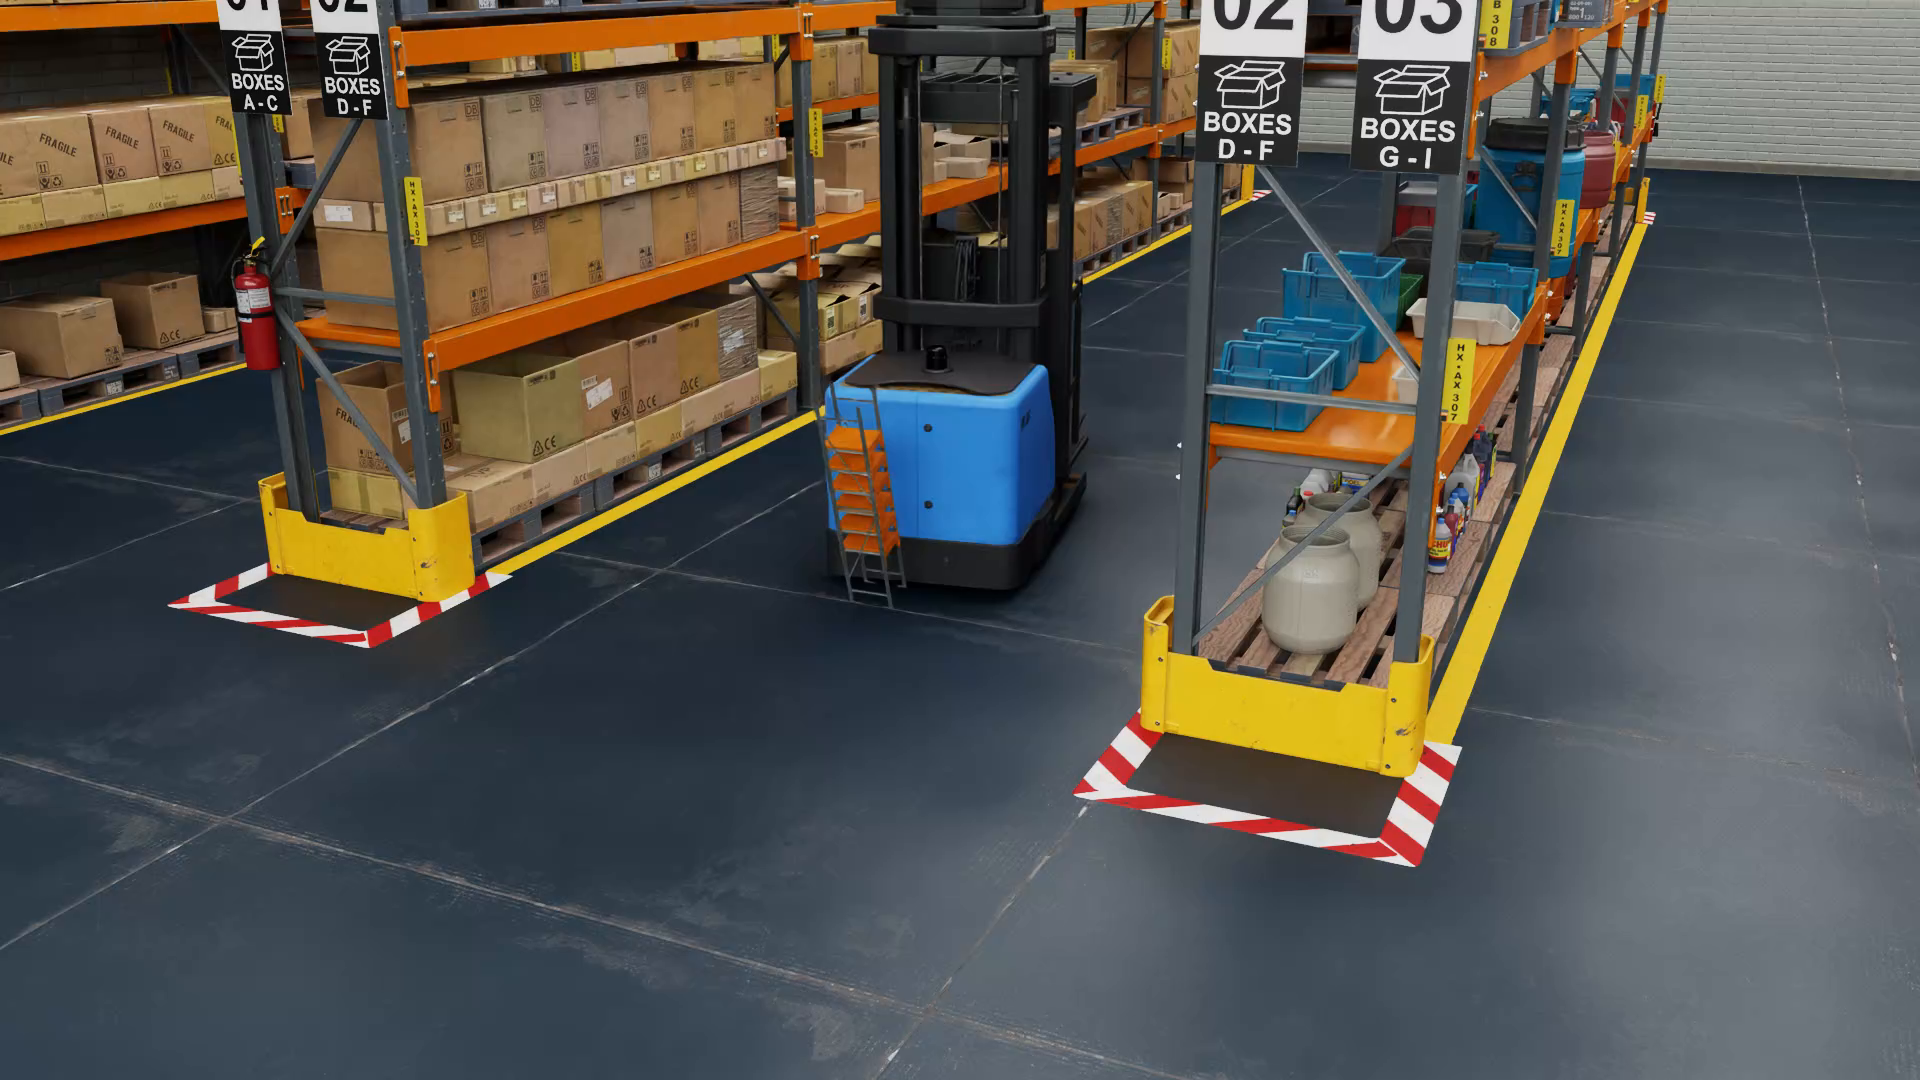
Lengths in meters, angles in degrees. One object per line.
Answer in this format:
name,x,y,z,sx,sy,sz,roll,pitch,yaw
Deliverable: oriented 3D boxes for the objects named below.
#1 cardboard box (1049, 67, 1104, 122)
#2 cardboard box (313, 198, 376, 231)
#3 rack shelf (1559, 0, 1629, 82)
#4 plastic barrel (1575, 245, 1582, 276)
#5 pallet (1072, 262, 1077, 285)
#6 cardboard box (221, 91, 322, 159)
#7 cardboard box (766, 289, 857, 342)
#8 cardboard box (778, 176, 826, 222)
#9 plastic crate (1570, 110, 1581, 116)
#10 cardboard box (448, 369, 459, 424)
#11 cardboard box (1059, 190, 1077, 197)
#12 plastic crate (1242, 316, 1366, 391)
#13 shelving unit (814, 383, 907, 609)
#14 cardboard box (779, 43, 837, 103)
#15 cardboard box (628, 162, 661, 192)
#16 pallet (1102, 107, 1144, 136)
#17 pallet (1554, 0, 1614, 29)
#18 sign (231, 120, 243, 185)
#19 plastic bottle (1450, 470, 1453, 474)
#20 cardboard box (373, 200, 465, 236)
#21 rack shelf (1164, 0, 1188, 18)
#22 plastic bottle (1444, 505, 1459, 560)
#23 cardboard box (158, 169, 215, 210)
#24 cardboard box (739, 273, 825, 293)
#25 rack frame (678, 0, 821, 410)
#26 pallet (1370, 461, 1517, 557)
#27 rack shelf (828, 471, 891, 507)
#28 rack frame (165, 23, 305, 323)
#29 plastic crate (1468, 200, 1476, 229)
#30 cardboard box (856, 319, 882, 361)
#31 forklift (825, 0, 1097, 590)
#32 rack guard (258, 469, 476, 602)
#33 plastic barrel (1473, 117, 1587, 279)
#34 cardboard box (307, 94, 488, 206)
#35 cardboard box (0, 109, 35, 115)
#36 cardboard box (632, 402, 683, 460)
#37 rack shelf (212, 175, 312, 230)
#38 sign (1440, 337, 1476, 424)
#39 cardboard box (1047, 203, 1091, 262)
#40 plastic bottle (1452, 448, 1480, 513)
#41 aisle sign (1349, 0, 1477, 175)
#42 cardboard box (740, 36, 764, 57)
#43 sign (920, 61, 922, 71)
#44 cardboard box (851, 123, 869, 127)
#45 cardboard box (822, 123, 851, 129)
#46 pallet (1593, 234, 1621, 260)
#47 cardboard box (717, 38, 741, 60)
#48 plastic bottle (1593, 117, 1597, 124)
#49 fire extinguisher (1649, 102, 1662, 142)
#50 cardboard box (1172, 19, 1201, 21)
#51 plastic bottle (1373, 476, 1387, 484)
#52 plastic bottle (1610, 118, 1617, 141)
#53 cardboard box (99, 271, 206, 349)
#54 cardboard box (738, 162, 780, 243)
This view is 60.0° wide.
cardboard box,1.105,-4.590,17.123,0.700,0.500,0.500,3,20,9
cardboard box,-3.159,-1.721,8.714,0.380,0.149,0.250,8,21,22
rack shelf,3.833,-3.453,11.299,1.077,0.370,4.000,9,21,23
plastic barrel,5.761,-3.042,16.050,0.600,0.901,0.708,9,21,23
pallet,0.474,-2.580,16.409,1.003,0.211,1.213,9,21,23
cardboard box,-5.785,-3.532,14.118,0.700,0.500,0.500,9,21,23
cardboard box,-1.107,-1.707,12.431,0.500,0.311,0.500,9,21,23
cardboard box,-1.342,-2.534,12.341,0.500,0.250,0.500,10,22,26
plastic crate,6.728,-4.690,18.485,0.293,0.136,0.466,9,21,23
cardboard box,-2.798,-0.993,10.143,0.500,0.500,0.500,9,21,23
cardboard box,0.932,-3.492,17.886,0.500,0.500,0.500,9,21,23
plastic crate,1.579,-0.866,7.650,0.499,0.251,0.408,9,21,23
shelving unit,-0.484,-0.202,8.241,0.258,1.200,0.189,8,38,20
cardboard box,-2.208,-6.100,21.696,0.980,0.700,0.700,8,21,21
cardboard box,-2.047,-2.219,10.114,0.380,0.149,0.250,9,22,24
pallet,1.345,-4.574,18.140,1.003,0.211,1.213,9,21,23
pallet,2.807,-2.858,8.833,1.213,0.211,1.003,9,21,23
sign,-3.631,-1.961,8.425,0.100,0.325,0.005,9,21,23
plastic bottle,2.698,-0.307,9.253,0.061,0.283,0.133,9,21,23
cardboard box,-2.785,-1.668,8.566,0.380,0.149,0.250,8,21,22
rack shelf,2.591,-6.579,20.090,1.077,0.370,4.000,9,21,23
plastic bottle,2.512,-0.050,8.530,0.061,0.283,0.133,9,21,24
cardboard box,-6.154,-2.728,12.857,0.500,0.250,0.500,9,21,23
cardboard box,-1.392,-1.938,13.081,0.500,0.311,0.500,9,22,24
rack frame,-1.504,-2.448,11.876,1.000,3.000,0.127,9,21,23
pallet,2.701,-0.254,9.868,1.003,0.211,1.213,9,21,23
rack shelf,-0.492,-0.264,8.197,0.258,0.103,0.180,8,38,20
rack frame,-6.025,-3.127,13.784,1.000,3.000,0.127,9,21,23
plastic crate,3.469,-2.239,11.603,0.450,0.188,0.662,9,21,23
cardboard box,-0.902,-1.596,12.956,0.500,0.250,0.500,9,22,24
forklift,0.151,-1.584,9.548,1.130,2.935,3.031,5,20,13
rack guard,-3.152,-0.040,8.836,1.175,0.500,0.348,9,21,23
plastic barrel,3.448,-2.080,10.093,0.600,0.901,0.708,9,21,23
cardboard box,-2.917,-2.041,8.645,0.700,0.500,0.500,9,21,23
cardboard box,-7.034,-2.834,12.037,0.500,0.500,0.500,9,21,23
cardboard box,-2.104,-0.719,10.492,0.500,0.250,0.500,9,21,23
rack shelf,-5.206,-3.399,15.624,1.077,0.370,4.000,9,21,23
sign,1.876,-0.598,6.261,0.100,0.325,0.005,9,21,23
cardboard box,1.000,-3.114,16.822,0.500,0.500,0.500,8,21,22
plastic bottle,2.802,-0.333,9.224,0.144,0.351,0.185,8,21,22
aisle sign,1.613,-1.707,5.913,0.394,0.787,0.004,9,21,23
cardboard box,-2.707,-5.944,19.965,0.500,0.250,0.500,9,22,24
sign,-0.365,-4.251,15.335,0.100,0.325,0.005,9,21,23
cardboard box,-1.296,-5.751,23.298,0.380,0.149,0.250,9,22,24
cardboard box,-1.747,-5.727,23.232,0.380,0.149,0.250,9,21,23
pallet,6.555,-3.129,17.952,1.003,0.211,1.213,9,21,23
cardboard box,-2.925,-5.789,19.529,0.500,0.250,0.500,9,21,24
plastic bottle,6.080,-3.883,15.986,0.144,0.351,0.185,9,21,23
fire extinguisher,8.404,-5.207,20.306,0.296,0.674,0.183,9,21,23
cardboard box,2.988,-6.535,21.727,0.500,0.500,0.500,9,22,24
plastic bottle,2.436,-0.517,9.742,0.144,0.351,0.185,9,21,23
plastic bottle,6.212,-3.864,15.930,0.144,0.351,0.185,9,21,23
cardboard box,-6.413,-1.833,13.221,0.500,0.500,0.500,7,21,19
cardboard box,-1.680,-2.359,11.475,0.700,0.500,0.500,8,21,21
